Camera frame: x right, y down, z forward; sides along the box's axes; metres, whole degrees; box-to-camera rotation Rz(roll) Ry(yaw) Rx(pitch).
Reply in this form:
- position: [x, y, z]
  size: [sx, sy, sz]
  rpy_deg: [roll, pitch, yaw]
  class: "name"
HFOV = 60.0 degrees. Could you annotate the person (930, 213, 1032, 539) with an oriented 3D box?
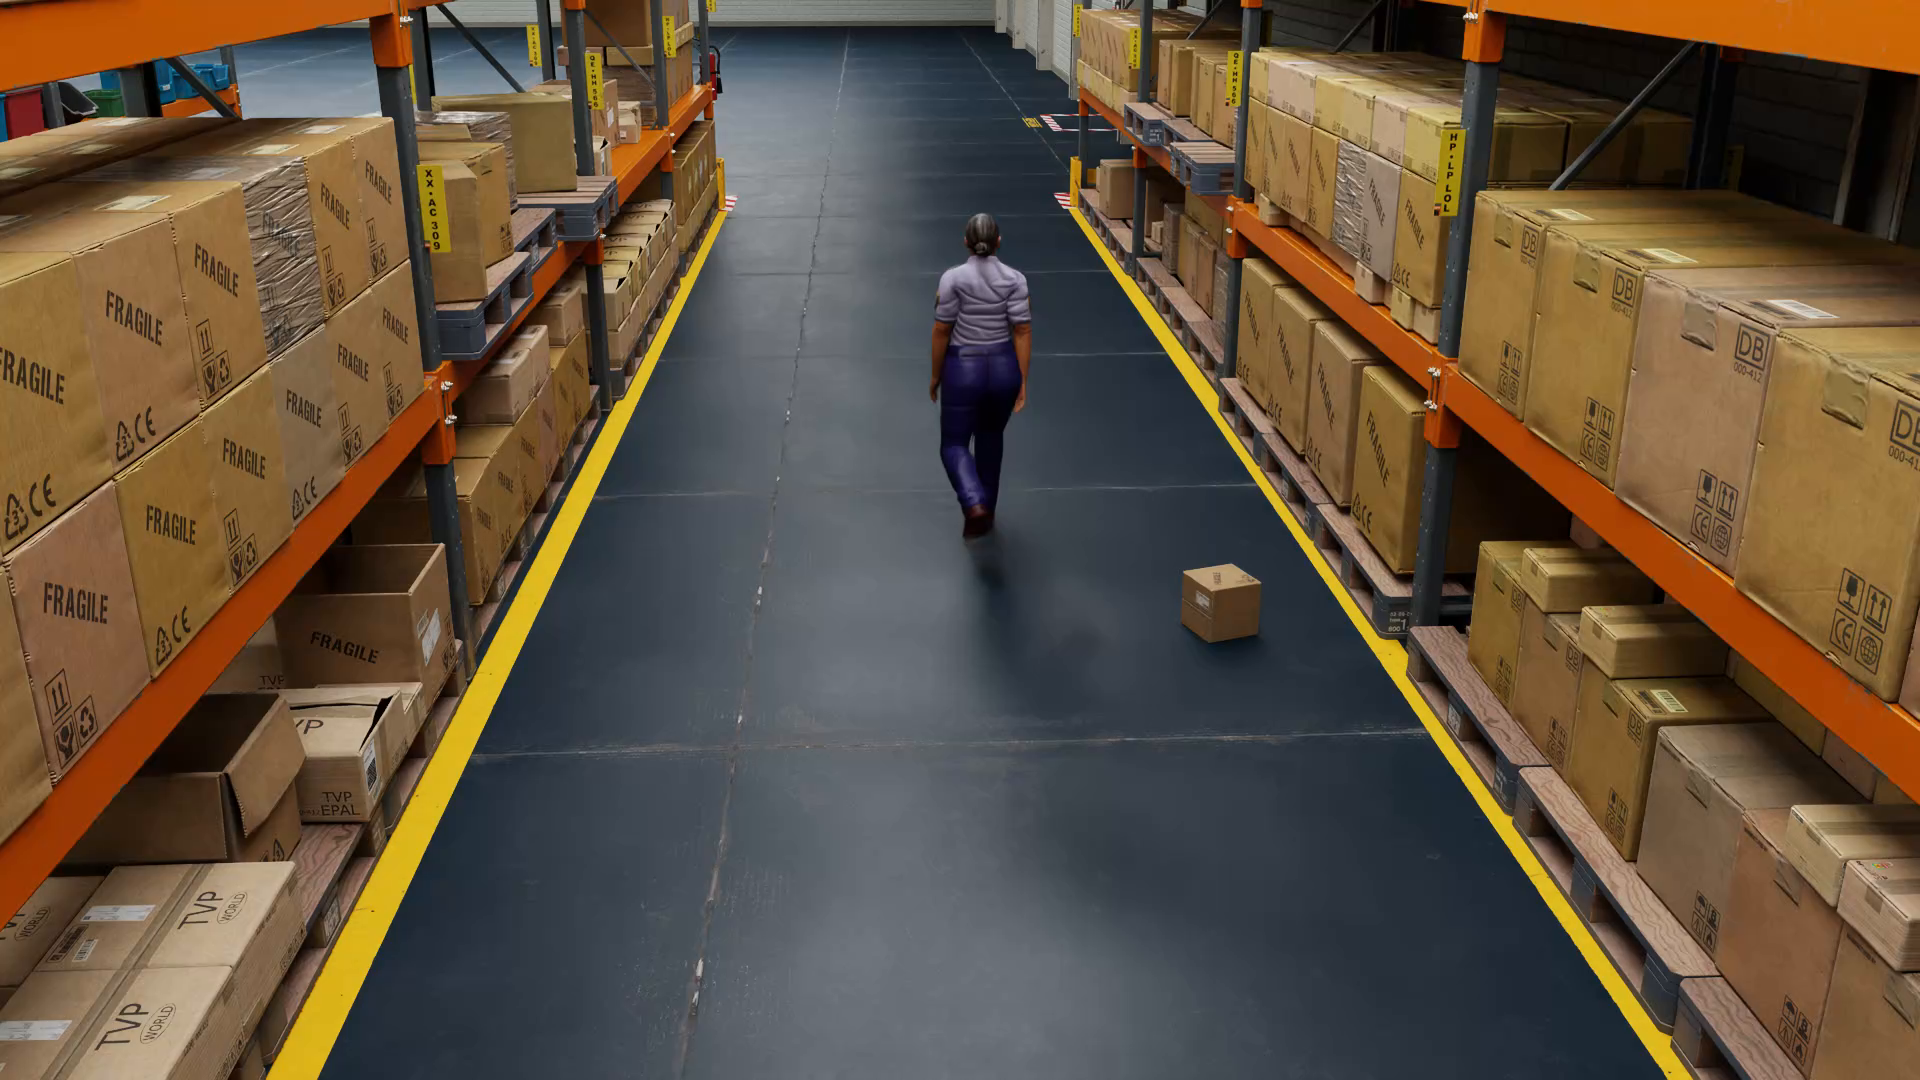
- position: [0.110, -0.798, 8.205]
  size: [0.482, 1.607, 0.877]
  rpy_deg: [-5, 21, -12]
  class: "person"
